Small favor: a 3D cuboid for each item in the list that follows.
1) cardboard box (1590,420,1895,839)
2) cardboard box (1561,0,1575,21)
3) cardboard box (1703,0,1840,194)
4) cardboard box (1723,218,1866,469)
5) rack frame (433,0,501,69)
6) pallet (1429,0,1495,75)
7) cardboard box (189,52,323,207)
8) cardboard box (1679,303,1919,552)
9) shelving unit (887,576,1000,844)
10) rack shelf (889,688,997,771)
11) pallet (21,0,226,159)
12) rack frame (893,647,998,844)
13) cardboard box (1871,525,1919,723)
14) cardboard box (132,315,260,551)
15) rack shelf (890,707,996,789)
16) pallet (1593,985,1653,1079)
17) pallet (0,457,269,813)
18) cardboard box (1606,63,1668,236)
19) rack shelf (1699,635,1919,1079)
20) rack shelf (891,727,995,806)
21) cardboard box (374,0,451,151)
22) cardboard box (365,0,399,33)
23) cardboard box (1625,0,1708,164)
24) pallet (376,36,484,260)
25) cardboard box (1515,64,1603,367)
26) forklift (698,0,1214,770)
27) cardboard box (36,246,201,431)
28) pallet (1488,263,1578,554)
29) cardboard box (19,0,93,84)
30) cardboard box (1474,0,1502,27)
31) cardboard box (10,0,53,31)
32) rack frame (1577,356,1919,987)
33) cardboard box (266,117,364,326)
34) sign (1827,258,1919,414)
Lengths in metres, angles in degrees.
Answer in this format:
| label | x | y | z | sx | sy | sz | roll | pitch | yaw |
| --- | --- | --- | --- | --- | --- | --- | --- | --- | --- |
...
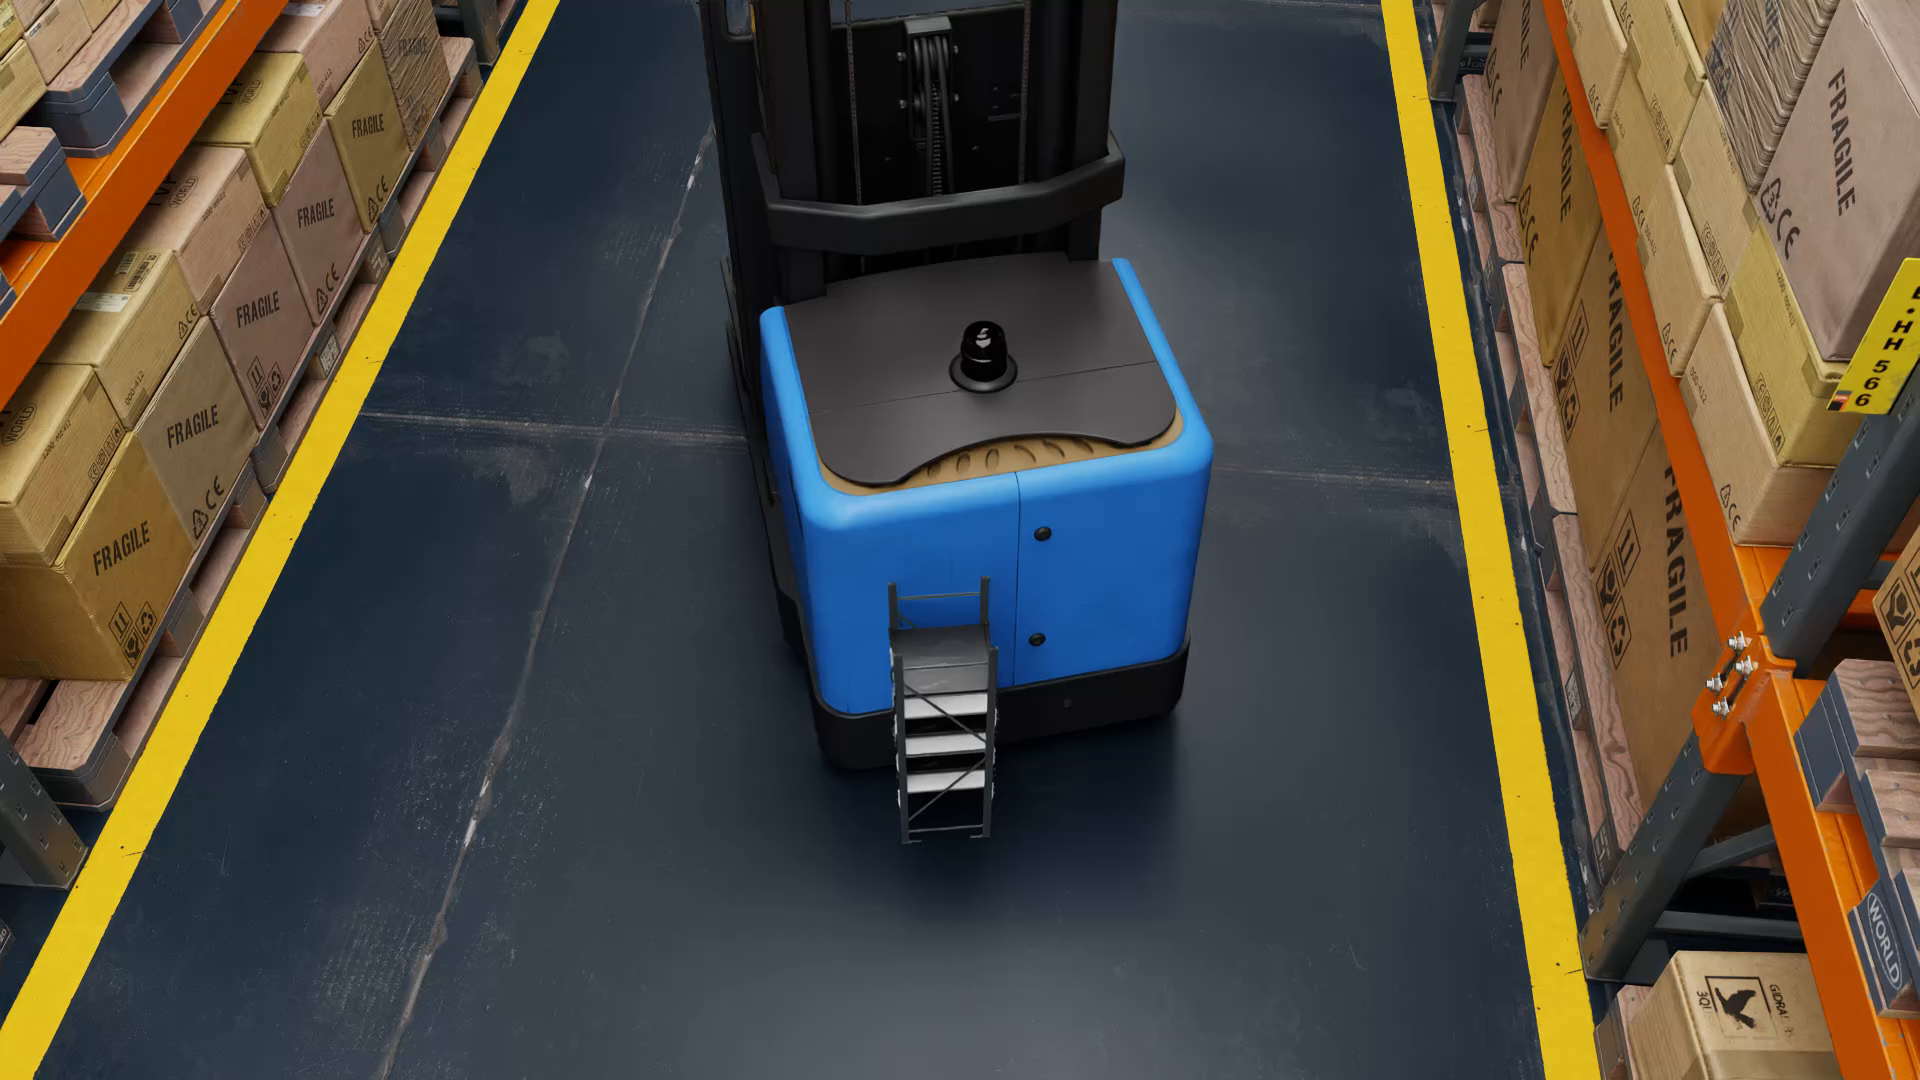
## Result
| label | x | y | z | sx | sy | sz | roll | pitch | yaw |
| --- | --- | --- | --- | --- | --- | --- | --- | --- | --- |
| cardboard box | 2.237 | 0.169 | 4.218 | 0.875 | 0.875 | 0.875 | 3 | 48 | 3 |
| cardboard box | 2.044 | -1.731 | 4.902 | 0.500 | 0.250 | 0.500 | 4 | 48 | 3 |
| cardboard box | 1.916 | -1.050 | 3.432 | 0.500 | 0.500 | 0.500 | 5 | 48 | 4 |
| cardboard box | 1.882 | -0.395 | 3.341 | 0.500 | 0.250 | 0.500 | 4 | 48 | 3 |
| rack frame | -2.483 | -3.102 | 6.054 | 1.000 | 3.000 | 0.127 | 4 | 48 | 4 |
| pallet | 2.603 | -2.456 | 7.353 | 1.003 | 0.211 | 1.213 | 4 | 48 | 4 |
| cardboard box | -2.393 | -1.323 | 5.328 | 0.500 | 0.250 | 0.500 | 2 | 48 | 2 |
| cardboard box | 1.878 | -0.242 | 3.541 | 0.500 | 0.250 | 0.500 | 2 | 48 | 2 |
| shelving unit | -0.044 | 0.454 | 4.216 | 0.258 | 0.900 | 0.210 | -4 | 52 | -3 |
| rack shelf | -0.044 | 0.474 | 4.242 | 0.258 | 0.077 | 0.200 | -4 | 52 | -3 |
| pallet | -2.708 | -1.555 | 4.770 | 1.003 | 0.211 | 1.213 | 4 | 48 | 4 |
| rack frame | -0.035 | 0.533 | 4.154 | 0.240 | 0.900 | 0.006 | -4 | 52 | -3 |
| cardboard box | 1.819 | 0.135 | 2.540 | 0.500 | 0.500 | 0.500 | 3 | 48 | 2 |
| cardboard box | -2.487 | -0.333 | 4.931 | 0.500 | 0.500 | 0.500 | 4 | 48 | 4 |
| rack shelf | -0.045 | 0.530 | 4.313 | 0.258 | 0.077 | 0.200 | -4 | 52 | -3 |
| pallet | 2.018 | 1.611 | 3.633 | 1.003 | 0.211 | 1.213 | 4 | 48 | 4 |
| pallet | -2.775 | 0.204 | 4.920 | 1.003 | 0.211 | 1.213 | 4 | 48 | 4 |
| cardboard box | 1.971 | -0.988 | 4.222 | 0.500 | 0.250 | 0.500 | 3 | 48 | 3 |
| rack shelf | 1.909 | 1.808 | 2.051 | 1.077 | 0.370 | 4.000 | 4 | 48 | 4 |
| rack shelf | -0.046 | 0.586 | 4.384 | 0.258 | 0.077 | 0.200 | -4 | 52 | -3 |
| cardboard box | -2.300 | -1.839 | 6.309 | 0.500 | 0.500 | 0.500 | 3 | 48 | 3 |
| cardboard box | -2.299 | -2.089 | 6.029 | 0.500 | 0.250 | 0.500 | 3 | 48 | 2 |
| cardboard box | 1.951 | -1.150 | 4.032 | 0.500 | 0.250 | 0.500 | 3 | 48 | 3 |
| pallet | -2.553 | -1.589 | 6.560 | 1.003 | 0.211 | 1.213 | 4 | 48 | 4 |
| cardboard box | 2.404 | -1.143 | 5.418 | 0.875 | 0.875 | 0.875 | 5 | 48 | 5 |
| forklift | -0.186 | -1.468 | 4.606 | 1.130 | 2.935 | 3.031 | -9 | 48 | -9 |
| cardboard box | -2.498 | -0.577 | 4.646 | 0.500 | 0.250 | 0.500 | 3 | 48 | 3 |
| pallet | 2.352 | -0.431 | 5.501 | 1.003 | 0.211 | 1.213 | 4 | 48 | 4 |
| cardboard box | -2.512 | -1.324 | 4.314 | 0.380 | 0.149 | 0.250 | 5 | 48 | 5 |
| cardboard box | 2.620 | -2.575 | 7.024 | 0.875 | 0.438 | 0.875 | 3 | 48 | 3 |
| cardboard box | -2.514 | -1.426 | 4.205 | 0.380 | 0.149 | 0.250 | 4 | 48 | 4 |
| rack frame | 2.091 | 0.096 | 3.129 | 1.000 | 3.000 | 0.127 | 4 | 48 | 4 |
| cardboard box | -2.398 | -1.086 | 5.620 | 0.500 | 0.500 | 0.500 | 3 | 48 | 3 |
| sign | 1.538 | -0.330 | 2.734 | 0.100 | 0.325 | 0.005 | 4 | 48 | 4 |
